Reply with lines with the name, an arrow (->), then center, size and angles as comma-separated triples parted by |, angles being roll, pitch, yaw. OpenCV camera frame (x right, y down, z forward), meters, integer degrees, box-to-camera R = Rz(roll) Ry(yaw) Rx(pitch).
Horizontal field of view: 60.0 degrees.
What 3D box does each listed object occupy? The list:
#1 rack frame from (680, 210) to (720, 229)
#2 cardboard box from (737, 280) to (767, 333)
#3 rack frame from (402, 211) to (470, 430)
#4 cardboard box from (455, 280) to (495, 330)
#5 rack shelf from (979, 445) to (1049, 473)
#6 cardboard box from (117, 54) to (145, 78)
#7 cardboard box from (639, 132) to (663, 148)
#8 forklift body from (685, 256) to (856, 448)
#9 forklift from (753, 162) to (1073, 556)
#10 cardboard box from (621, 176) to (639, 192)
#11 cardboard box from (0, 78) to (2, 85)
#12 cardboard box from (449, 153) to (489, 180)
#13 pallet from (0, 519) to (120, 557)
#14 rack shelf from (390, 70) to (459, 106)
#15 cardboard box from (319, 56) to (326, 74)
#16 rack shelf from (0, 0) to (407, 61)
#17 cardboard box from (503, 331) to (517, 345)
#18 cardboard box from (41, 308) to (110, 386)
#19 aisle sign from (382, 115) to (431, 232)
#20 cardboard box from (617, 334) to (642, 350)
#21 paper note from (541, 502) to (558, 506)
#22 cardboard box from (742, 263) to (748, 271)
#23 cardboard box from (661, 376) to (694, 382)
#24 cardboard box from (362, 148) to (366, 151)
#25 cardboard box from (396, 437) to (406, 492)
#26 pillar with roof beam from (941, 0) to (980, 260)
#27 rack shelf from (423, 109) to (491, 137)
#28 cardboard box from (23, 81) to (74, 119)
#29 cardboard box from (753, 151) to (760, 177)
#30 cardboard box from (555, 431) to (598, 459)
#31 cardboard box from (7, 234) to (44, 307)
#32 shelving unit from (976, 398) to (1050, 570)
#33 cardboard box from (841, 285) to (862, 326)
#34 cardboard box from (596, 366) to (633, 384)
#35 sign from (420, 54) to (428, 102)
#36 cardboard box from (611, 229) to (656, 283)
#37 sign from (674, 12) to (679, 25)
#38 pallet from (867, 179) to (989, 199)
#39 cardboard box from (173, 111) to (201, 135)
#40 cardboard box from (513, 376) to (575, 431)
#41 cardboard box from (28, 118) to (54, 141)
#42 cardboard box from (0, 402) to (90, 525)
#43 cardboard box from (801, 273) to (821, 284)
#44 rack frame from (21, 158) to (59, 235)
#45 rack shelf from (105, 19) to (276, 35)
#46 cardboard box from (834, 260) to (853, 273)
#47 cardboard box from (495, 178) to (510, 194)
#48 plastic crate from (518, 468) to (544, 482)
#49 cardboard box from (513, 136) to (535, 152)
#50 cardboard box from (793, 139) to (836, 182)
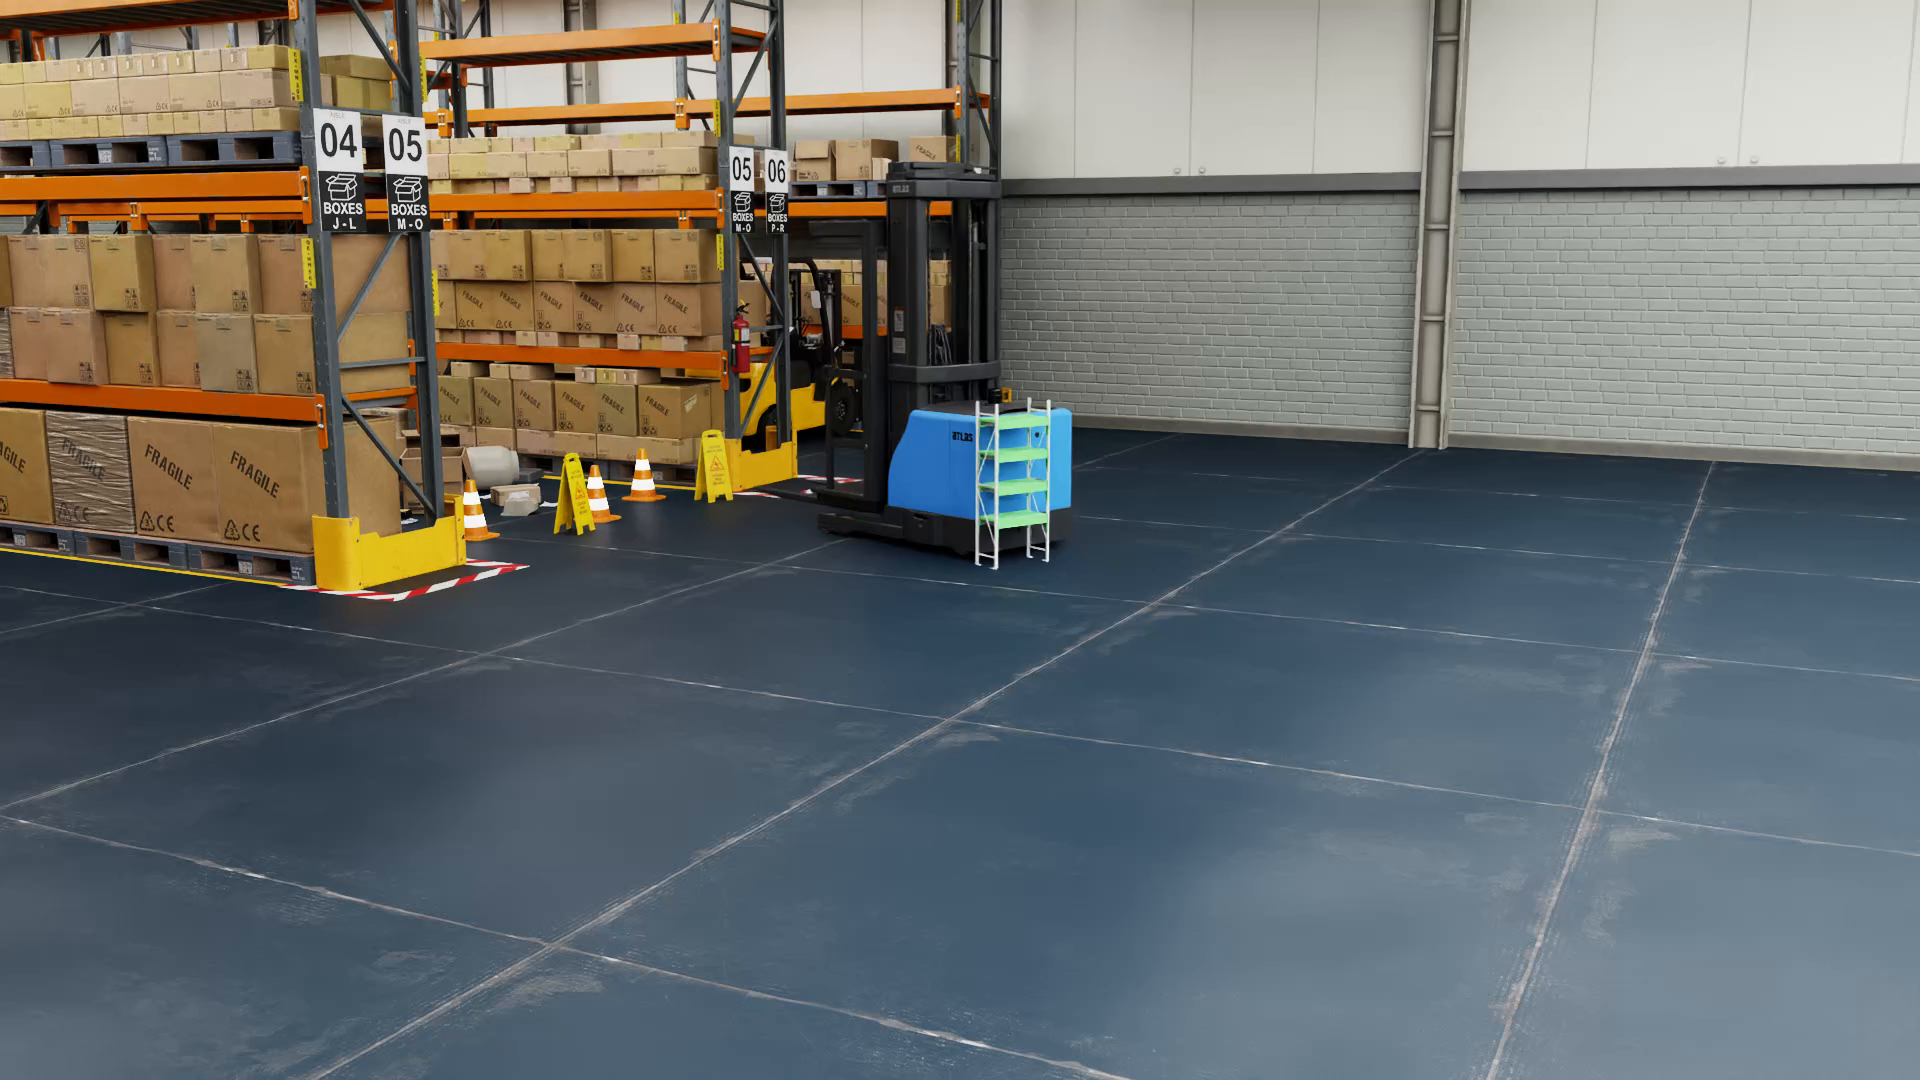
rack frame -> -3.351, -3.137, 22.142 | 0.127, 3.000, 1.000 | 5, 11, 26
cardboard box -> -2.259, -2.306, 16.434 | 0.500, 0.500, 0.500 | 5, 11, 25
rack frame -> -5.544, -2.344, 17.760 | 0.127, 3.000, 1.000 | 5, 11, 26
cardboard box -> -4.813, -2.425, 17.089 | 0.500, 0.500, 0.500 | 5, 11, 26
rack shelf -> 0.387, -0.593, 12.148 | 0.480, 0.148, 0.258 | -8, 13, -37
cardboard box -> -5.649, -3.304, 11.645 | 0.250, 0.149, 0.380 | 5, 11, 25
cardboard box -> -2.842, -3.797, 15.830 | 0.250, 0.149, 0.380 | 5, 11, 25
forklift body -> -2.272, -2.262, 19.692 | 1.214, 2.155, 2.313 | 5, 11, 26
forklift -> -0.512, -1.528, 13.446 | 1.130, 2.935, 3.031 | -10, 14, -43
cardboard box -> -3.059, -3.436, 16.076 | 0.250, 0.149, 0.380 | 5, 11, 26
cardboard box -> -7.012, -3.423, 12.307 | 0.250, 0.149, 0.380 | 5, 11, 25
cardboard box -> -4.804, -3.775, 16.830 | 0.500, 0.250, 0.500 | 5, 11, 25
pallet -> -6.997, -0.101, 13.196 | 1.213, 0.211, 1.003 | 5, 11, 26
rack shelf -> -7.338, -4.903, 18.196 | 4.000, 0.370, 1.077 | 5, 11, 26
cardboard box -> -4.440, -3.328, 11.780 | 0.250, 0.149, 0.380 | 5, 11, 26
rack shelf -> -5.850, -3.789, 12.042 | 4.000, 0.370, 1.077 | 5, 11, 26
cardboard box -> -4.443, -2.076, 16.982 | 0.250, 0.149, 0.380 | 5, 11, 26
cardboard box -> -6.372, -1.491, 12.626 | 0.550, 0.550, 0.875 | 5, 11, 26
aisle sign -> -3.860, -2.552, 11.609 | 0.004, 0.787, 0.394 | 5, 11, 26
cardboard box -> -3.128, -1.942, 16.243 | 0.250, 0.149, 0.380 | 5, 12, 27
paper note -> -3.686, -0.325, 14.938 | 0.142, 0.019, 0.148 | 1, 10, 6
cardboard box -> -2.690, -3.555, 21.511 | 0.250, 0.149, 0.380 | 5, 11, 25
cardboard box -> -3.051, -1.402, 16.988 | 0.500, 0.500, 0.500 | 5, 11, 24
cardboard box -> -6.120, -4.224, 17.564 | 0.500, 0.250, 0.500 | 5, 12, 27
cardboard box -> -5.495, -0.674, 15.159 | 0.503, 0.637, 0.797 | 5, 11, 26
pillar with roof beam -> -1.895, -5.285, 17.166 | 0.400, 9.000, 9.100 | 5, 11, 26
rack shelf -> -8.732, -6.011, 24.320 | 4.000, 0.370, 1.077 | 5, 11, 26
cardboard box -> -6.423, -3.188, 12.124 | 0.500, 0.250, 0.500 | 5, 11, 25
cardboard box -> -2.290, -3.660, 16.192 | 0.500, 0.250, 0.500 | 5, 11, 25
cardboard box -> -3.734, -0.986, 16.796 | 0.500, 0.250, 0.500 | 5, 11, 24
cardboard box -> -6.784, -2.091, 12.910 | 0.550, 0.550, 0.875 | 5, 11, 26
shelving unit -> 0.387, -0.420, 12.180 | 0.503, 1.200, 0.258 | -8, 13, -37
cardboard box -> -1.243, -2.951, 20.831 | 0.500, 0.500, 0.500 | 5, 11, 25
cardboard box -> -3.374, -1.631, 16.433 | 0.250, 0.149, 0.380 | 5, 12, 27
sign -> -3.806, -3.264, 11.741 | 0.005, 0.325, 0.100 | 5, 11, 26
cardboard box -> -2.962, -2.763, 16.151 | 0.500, 0.500, 0.700 | 5, 11, 26
sign -> -3.581, -6.500, 21.033 | 0.005, 0.325, 0.100 | 5, 11, 26
pallet -> -0.387, -4.314, 20.472 | 1.213, 0.211, 1.003 | 5, 11, 26
cardboard box -> -5.188, -2.871, 11.493 | 0.250, 0.149, 0.380 | 5, 11, 26
cardboard box -> -4.185, -1.396, 16.956 | 0.500, 0.500, 0.500 | 6, 12, 29
cardboard box -> -6.555, -2.991, 12.157 | 0.250, 0.149, 0.380 | 5, 11, 25
cardboard box -> -7.111, -0.646, 13.164 | 0.875, 0.875, 0.875 | 5, 11, 27
cardboard box -> -1.804, -3.313, 21.013 | 0.250, 0.149, 0.380 | 5, 11, 25
rack frame -> -7.644, -1.546, 13.348 | 0.127, 3.000, 1.000 | 5, 11, 26
rack shelf -> -12.319, -8.159, 25.730 | 4.000, 0.370, 1.077 | 5, 11, 26
cardboard box -> -1.368, -3.416, 20.744 | 0.250, 0.149, 0.380 | 5, 12, 27
cardboard box -> -4.450, -3.553, 16.719 | 0.250, 0.149, 0.380 | 5, 11, 24
plastic crate -> -4.499, -0.653, 16.613 | 0.583, 0.080, 0.402 | 1, 10, 6
cardboard box -> -4.214, -3.918, 16.500 | 0.250, 0.149, 0.380 | 5, 11, 25
cardboard box -> -1.651, -4.750, 20.878 | 0.637, 0.503, 0.797 | 5, 12, 28
